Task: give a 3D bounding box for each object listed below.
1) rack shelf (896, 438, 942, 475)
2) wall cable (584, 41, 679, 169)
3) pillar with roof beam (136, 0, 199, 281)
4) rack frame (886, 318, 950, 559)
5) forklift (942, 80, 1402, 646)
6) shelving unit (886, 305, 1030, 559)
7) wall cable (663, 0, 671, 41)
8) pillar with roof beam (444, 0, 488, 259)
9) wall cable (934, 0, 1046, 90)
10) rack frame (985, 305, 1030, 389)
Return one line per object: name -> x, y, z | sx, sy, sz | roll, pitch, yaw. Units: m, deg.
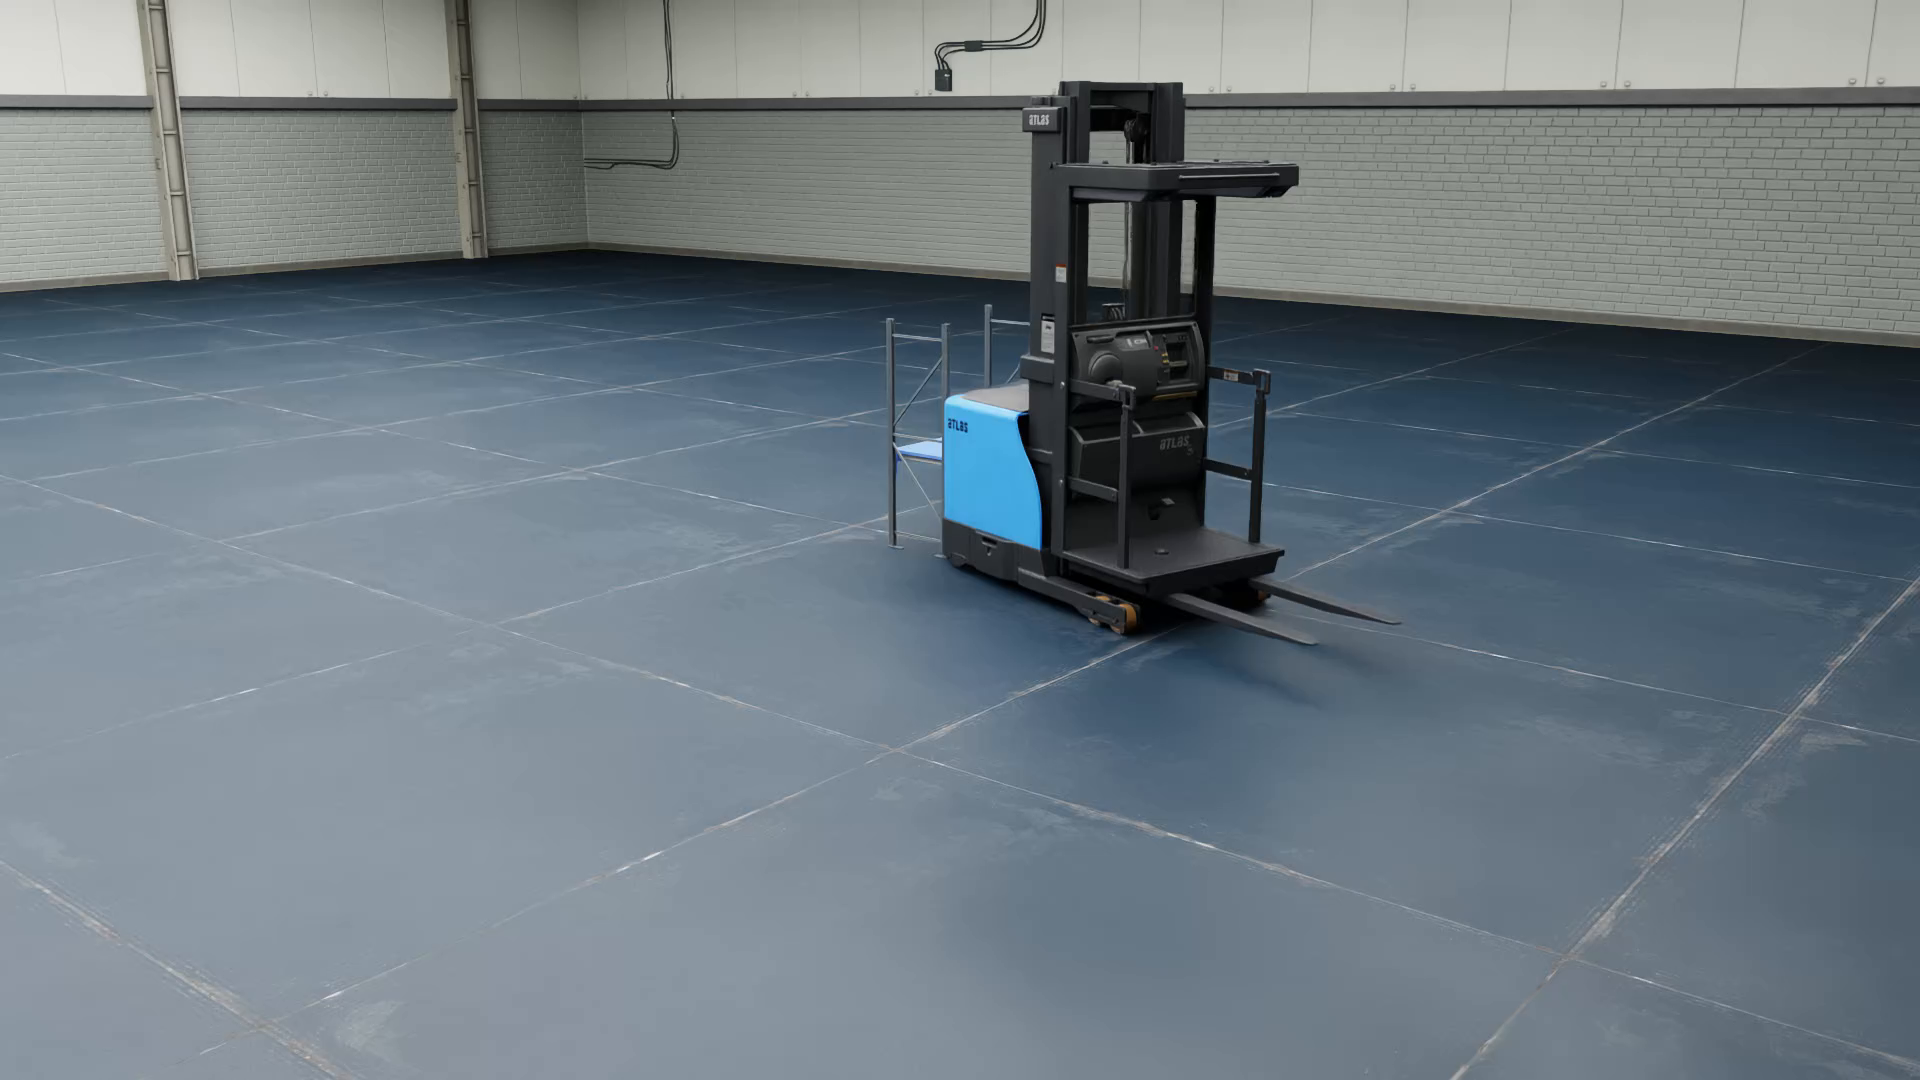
rack shelf -> 0.054, -0.569, 11.047 | 0.538, 0.185, 1.000 | 11, 18, 38
wall cable -> -6.894, -8.912, 34.236 | 3.097, 2.526, 0.112 | 11, 18, 38
pillar with roof beam -> -10.197, -8.243, 25.292 | 9.100, 9.000, 0.400 | 11, 18, 38
rack frame -> -0.266, -0.646, 10.619 | 0.500, 1.500, 0.032 | 11, 18, 38
forklift -> 1.141, -1.042, 9.273 | 1.130, 2.935, 3.031 | -10, 17, -34
shelving unit -> 0.054, -0.743, 11.003 | 0.538, 1.500, 1.048 | 11, 18, 38
wall cable -> -4.790, -10.941, 31.966 | 3.097, 2.526, 0.112 | 11, 18, 38
pillar with roof beam -> -6.426, -9.392, 29.816 | 9.100, 9.000, 0.400 | 11, 18, 38
wall cable -> 0.480, -10.593, 27.640 | 2.305, 6.003, 0.169 | 11, 18, 38
rack frame -> 0.373, -0.841, 11.386 | 0.500, 1.500, 0.032 | 11, 18, 38
